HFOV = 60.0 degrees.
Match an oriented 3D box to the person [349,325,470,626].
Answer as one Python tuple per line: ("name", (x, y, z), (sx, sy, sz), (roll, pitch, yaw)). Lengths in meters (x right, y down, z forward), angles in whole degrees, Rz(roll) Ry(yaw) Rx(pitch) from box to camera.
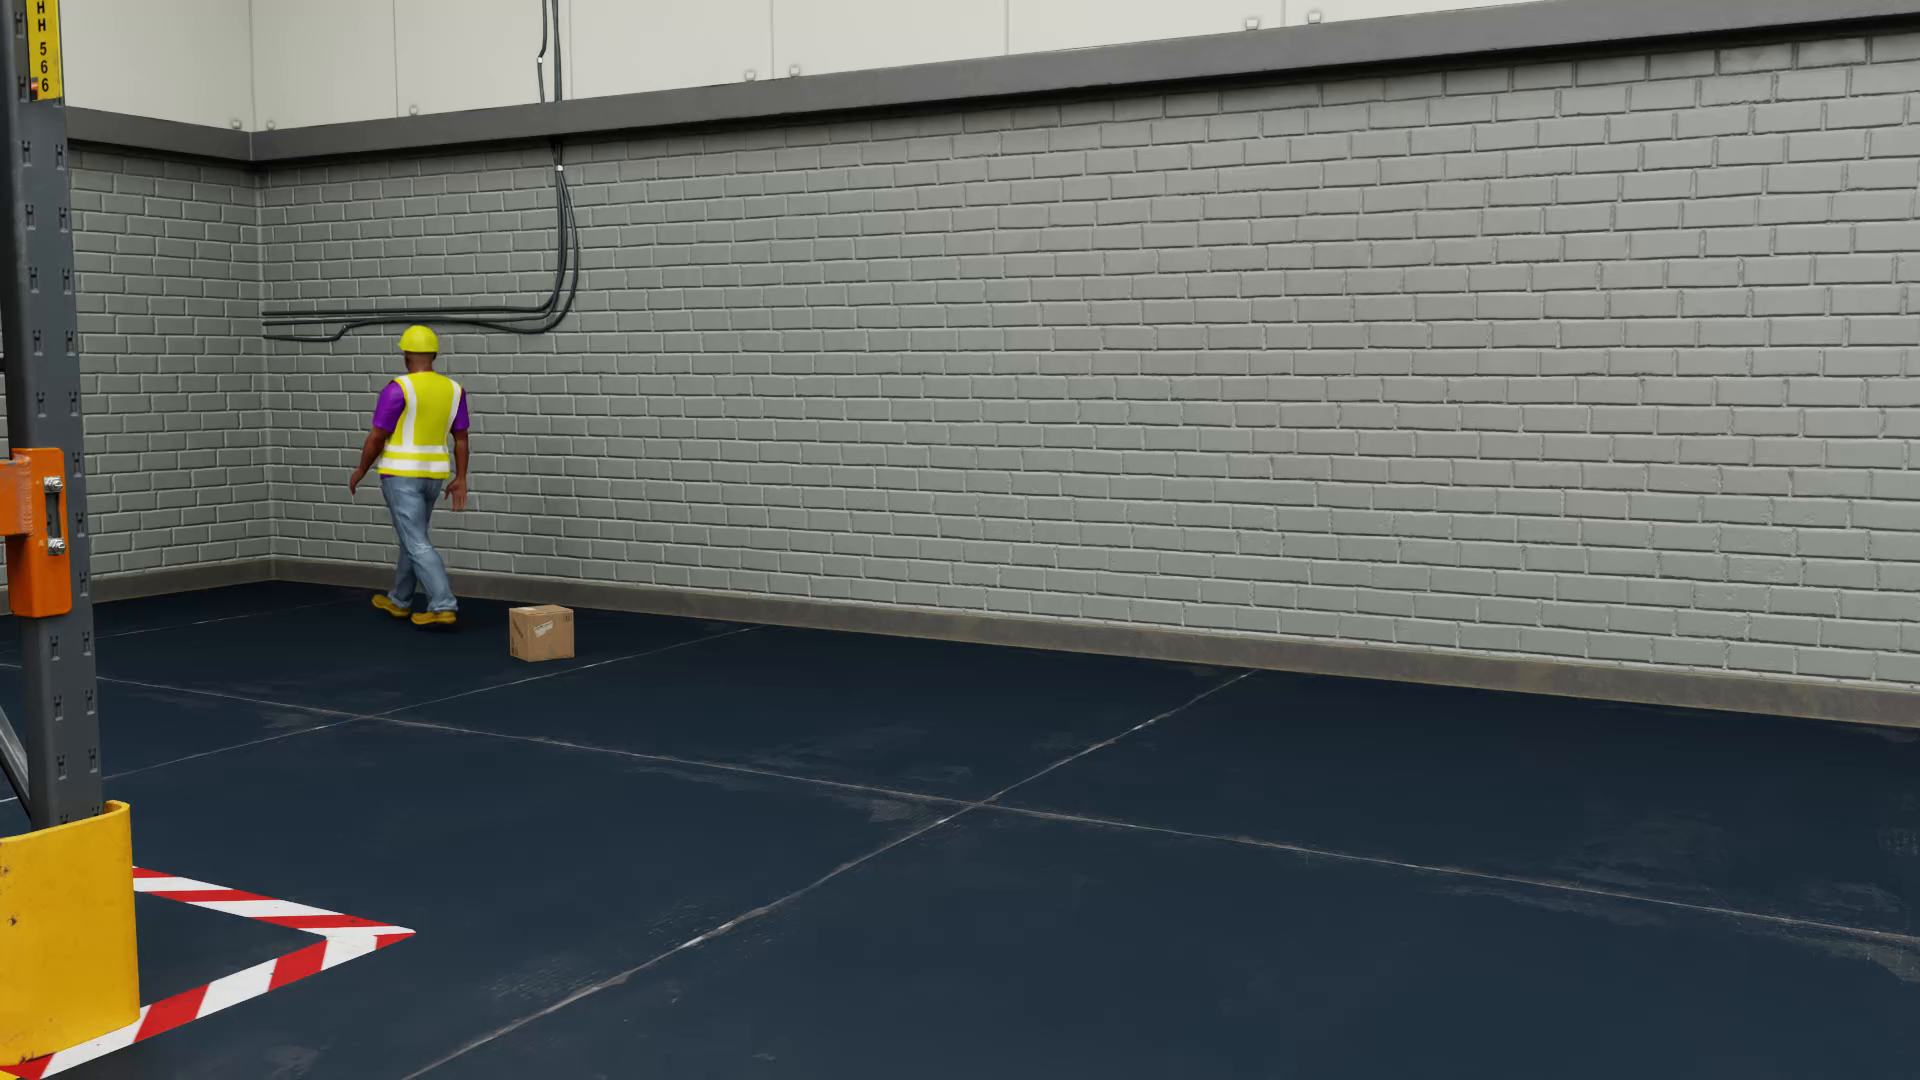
("person", (-3.234, -0.376, 9.669), (0.942, 1.730, 0.572), (3, 7, 29))
